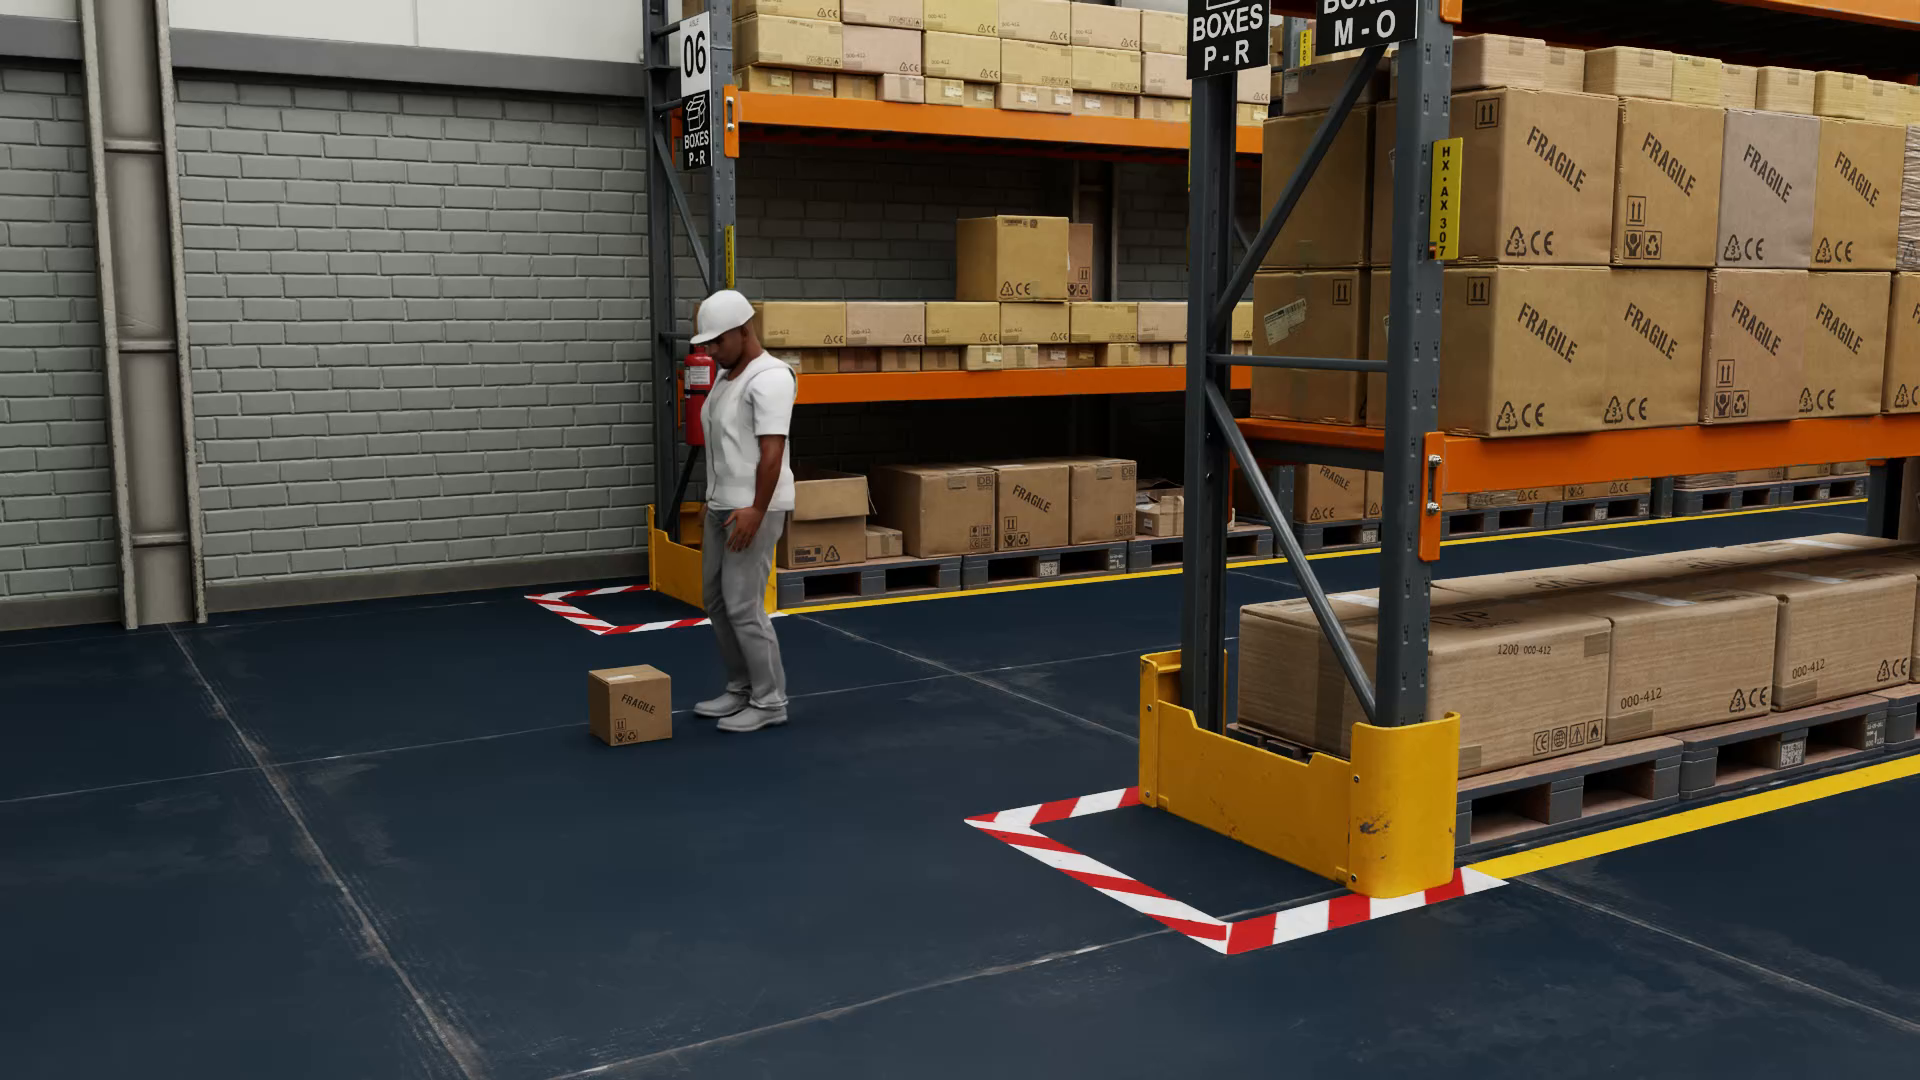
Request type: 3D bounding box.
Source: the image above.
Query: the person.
[{"bbox_3d":[-0.877,-0.120,6.677,0.396,1.747,0.578,-5,9,-30],"label":"person"}]
